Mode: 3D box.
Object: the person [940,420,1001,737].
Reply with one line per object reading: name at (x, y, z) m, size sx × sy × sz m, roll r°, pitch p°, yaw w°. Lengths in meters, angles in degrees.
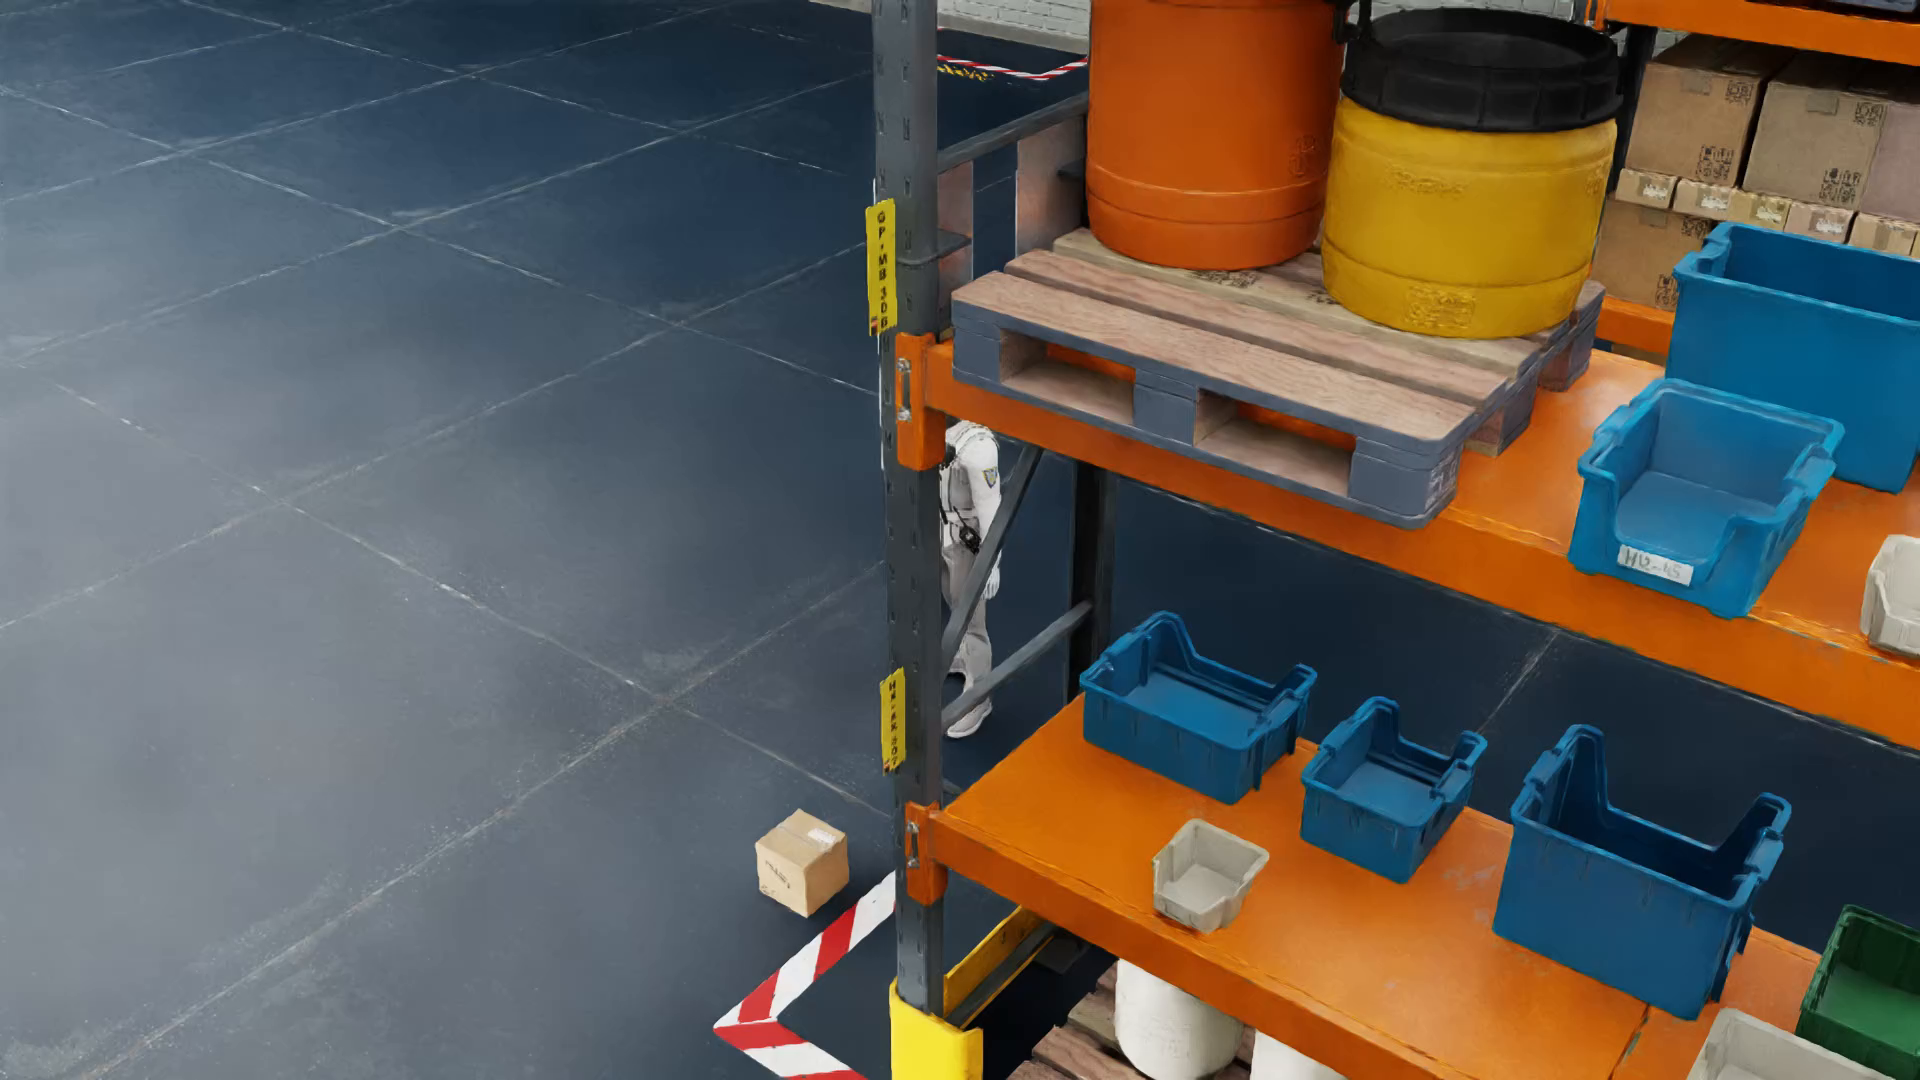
person at (-0.007, -0.014, 7.105) m, size 0.377 × 1.682 × 0.620 m, roll -13°, pitch 34°, yaw -21°
